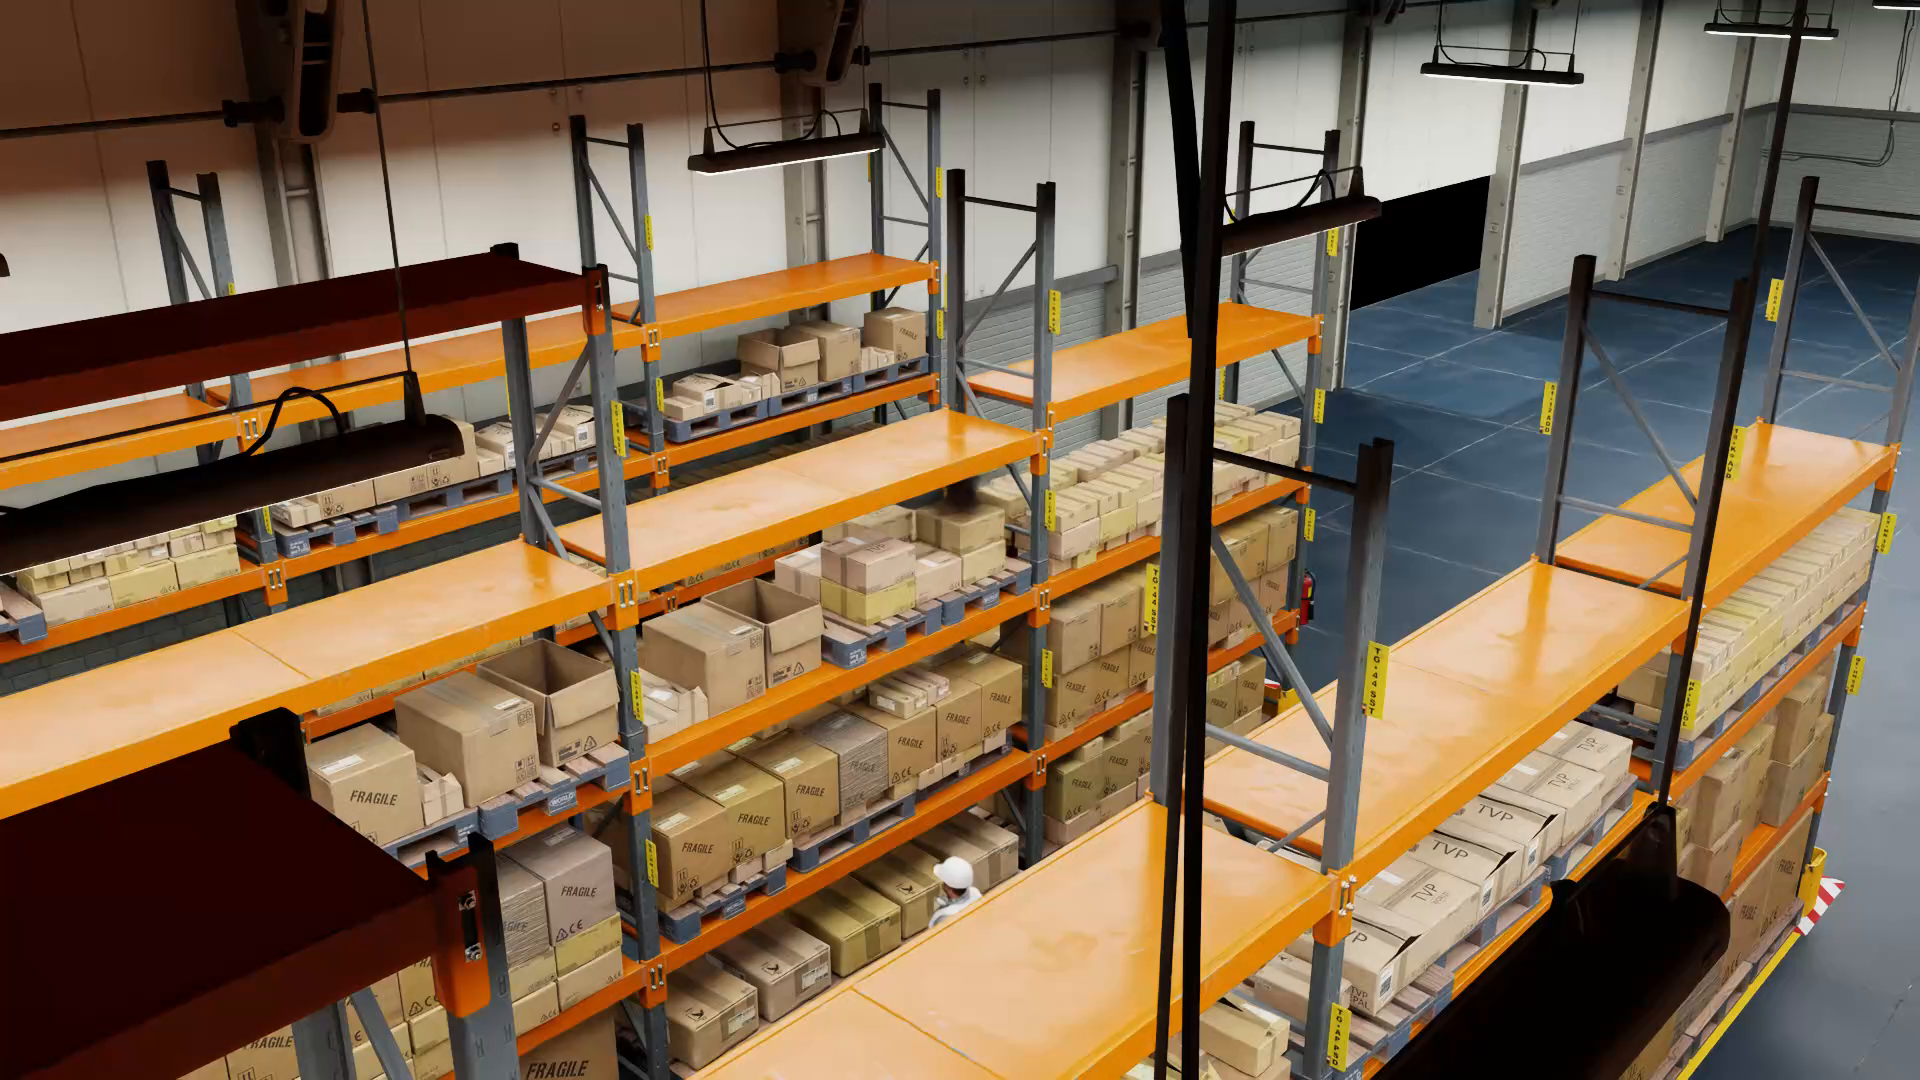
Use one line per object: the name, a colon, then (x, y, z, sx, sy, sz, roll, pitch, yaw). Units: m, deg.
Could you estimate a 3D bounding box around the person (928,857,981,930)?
person: (-0.045, 3.013, 11.775, 0.394, 1.776, 0.588, 7, 22, 18)
